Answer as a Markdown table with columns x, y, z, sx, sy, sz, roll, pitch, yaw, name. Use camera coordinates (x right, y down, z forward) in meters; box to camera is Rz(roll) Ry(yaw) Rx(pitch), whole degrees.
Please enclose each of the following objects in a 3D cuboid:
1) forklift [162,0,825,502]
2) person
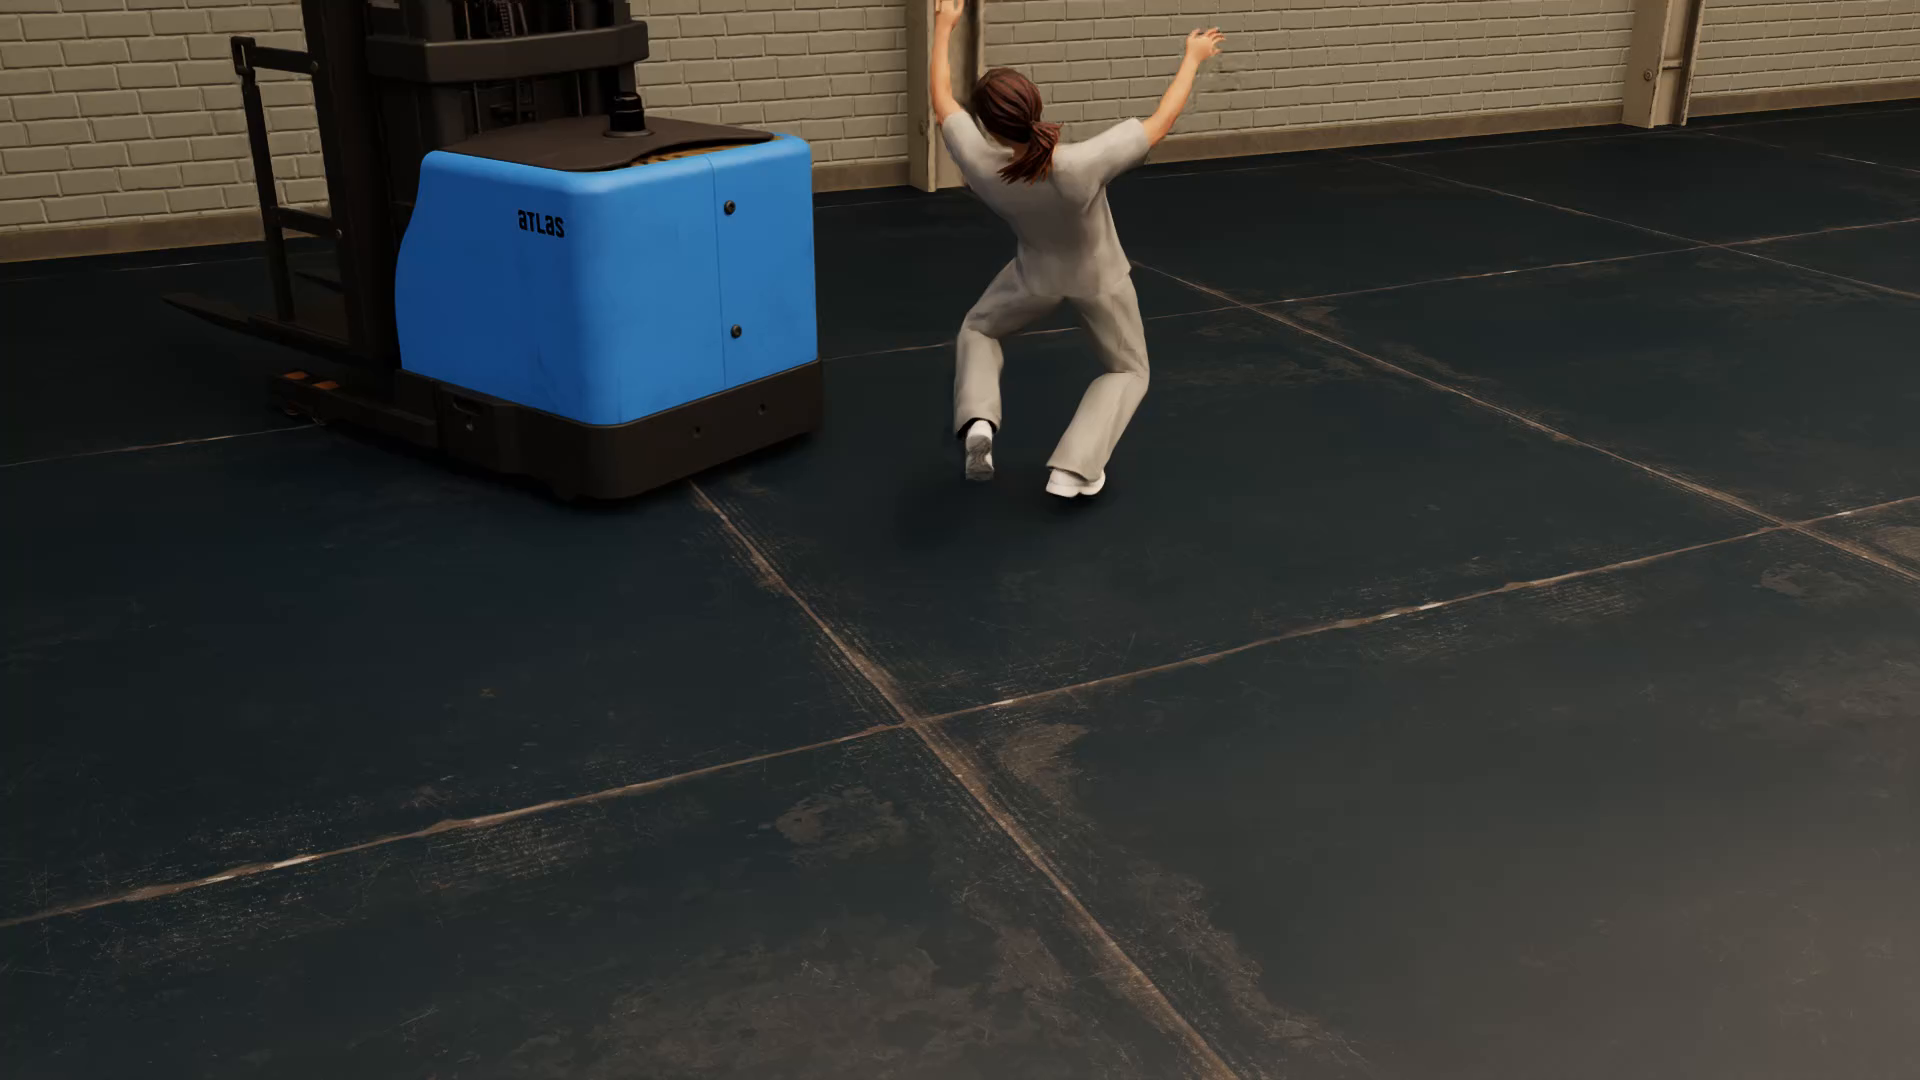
| x | y | z | sx | sy | sz | roll | pitch | yaw | name |
| --- | --- | --- | --- | --- | --- | --- | --- | --- | --- |
| -1.957 | -1.914 | 5.893 | 3.031 | 2.935 | 1.130 | 17 | 28 | 35 | forklift |
| 0.311 | -0.877 | 5.155 | 0.877 | 1.556 | 0.691 | 6 | 23 | 14 | person |
